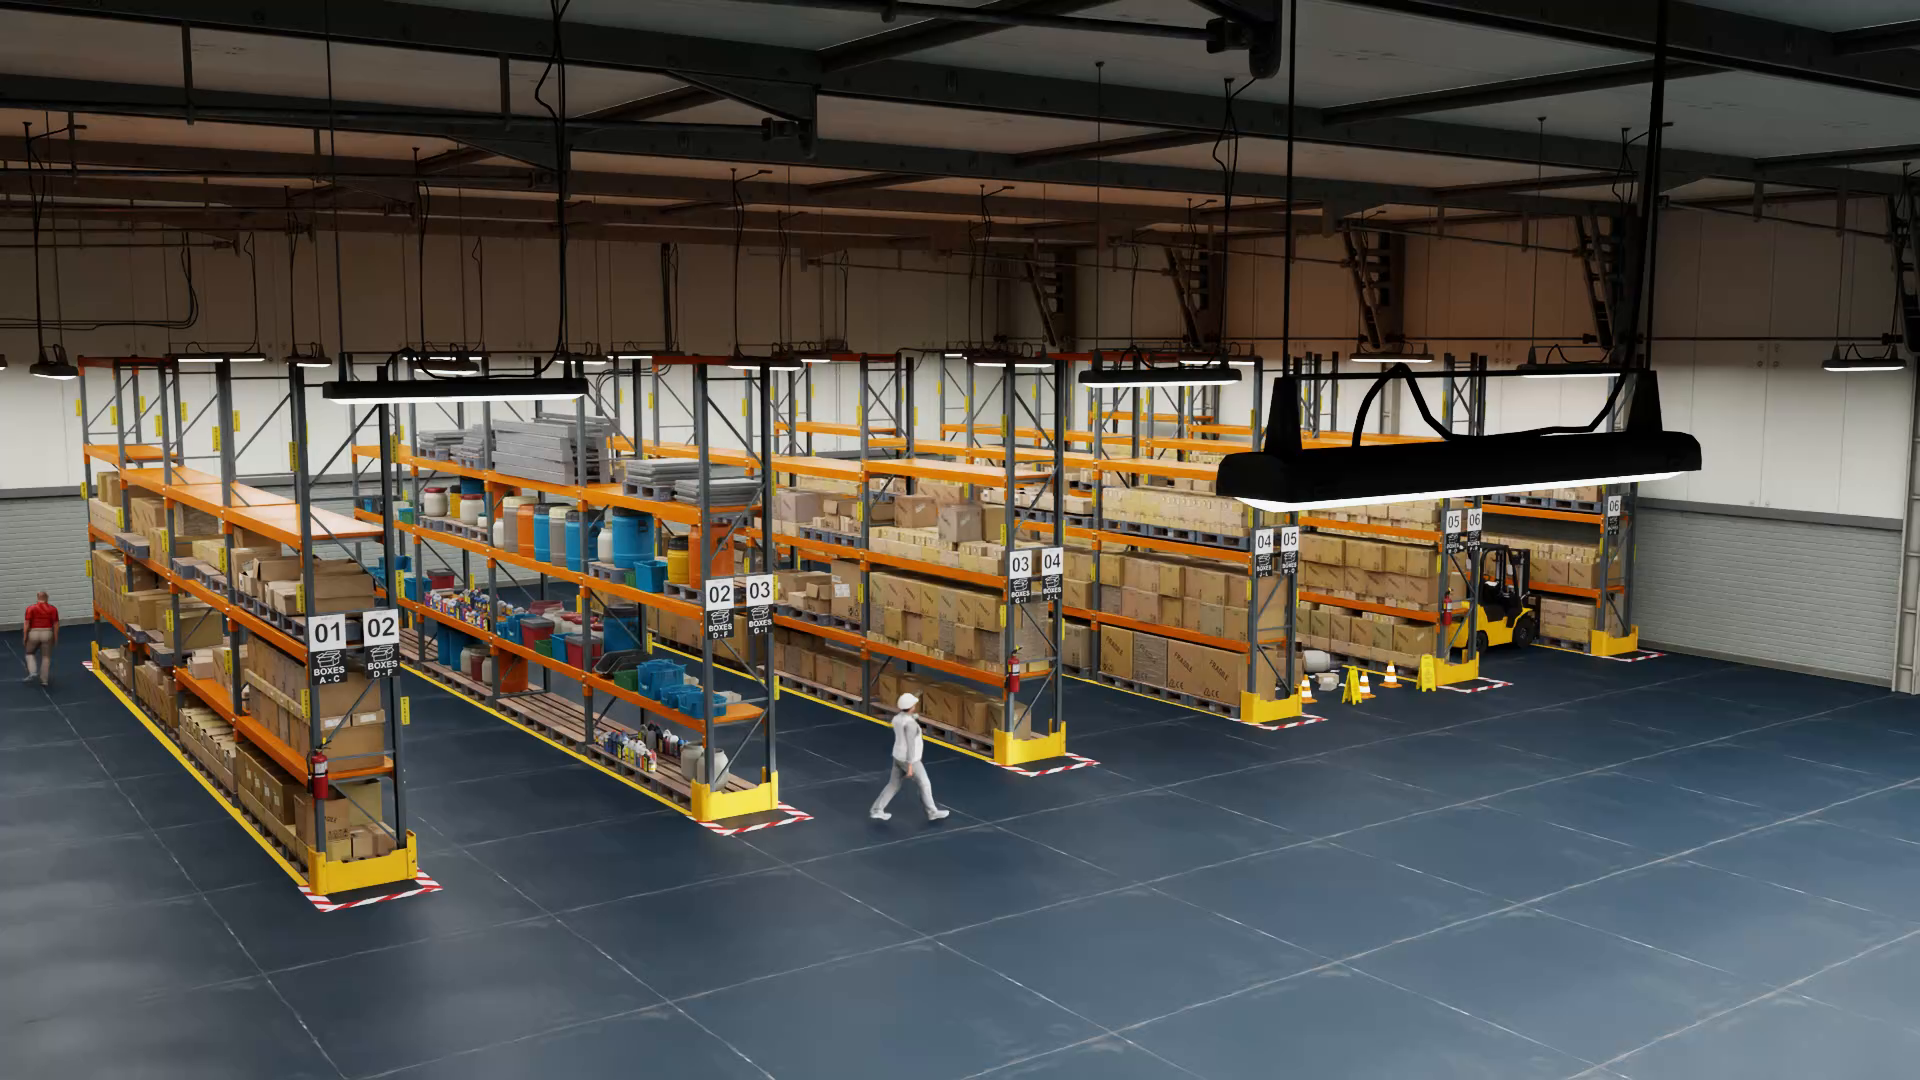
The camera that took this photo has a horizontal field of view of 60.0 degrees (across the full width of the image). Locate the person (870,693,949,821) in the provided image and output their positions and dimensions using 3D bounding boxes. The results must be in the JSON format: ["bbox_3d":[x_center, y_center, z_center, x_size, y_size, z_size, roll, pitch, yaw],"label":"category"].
[{"bbox_3d":[-0.671,2.842,21.749,1.053,1.731,0.602,-3,8,-25],"label":"person"}]

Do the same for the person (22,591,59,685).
[{"bbox_3d":[-16.811,1.790,30.374,0.655,1.729,0.471,-4,8,-31],"label":"person"}]
